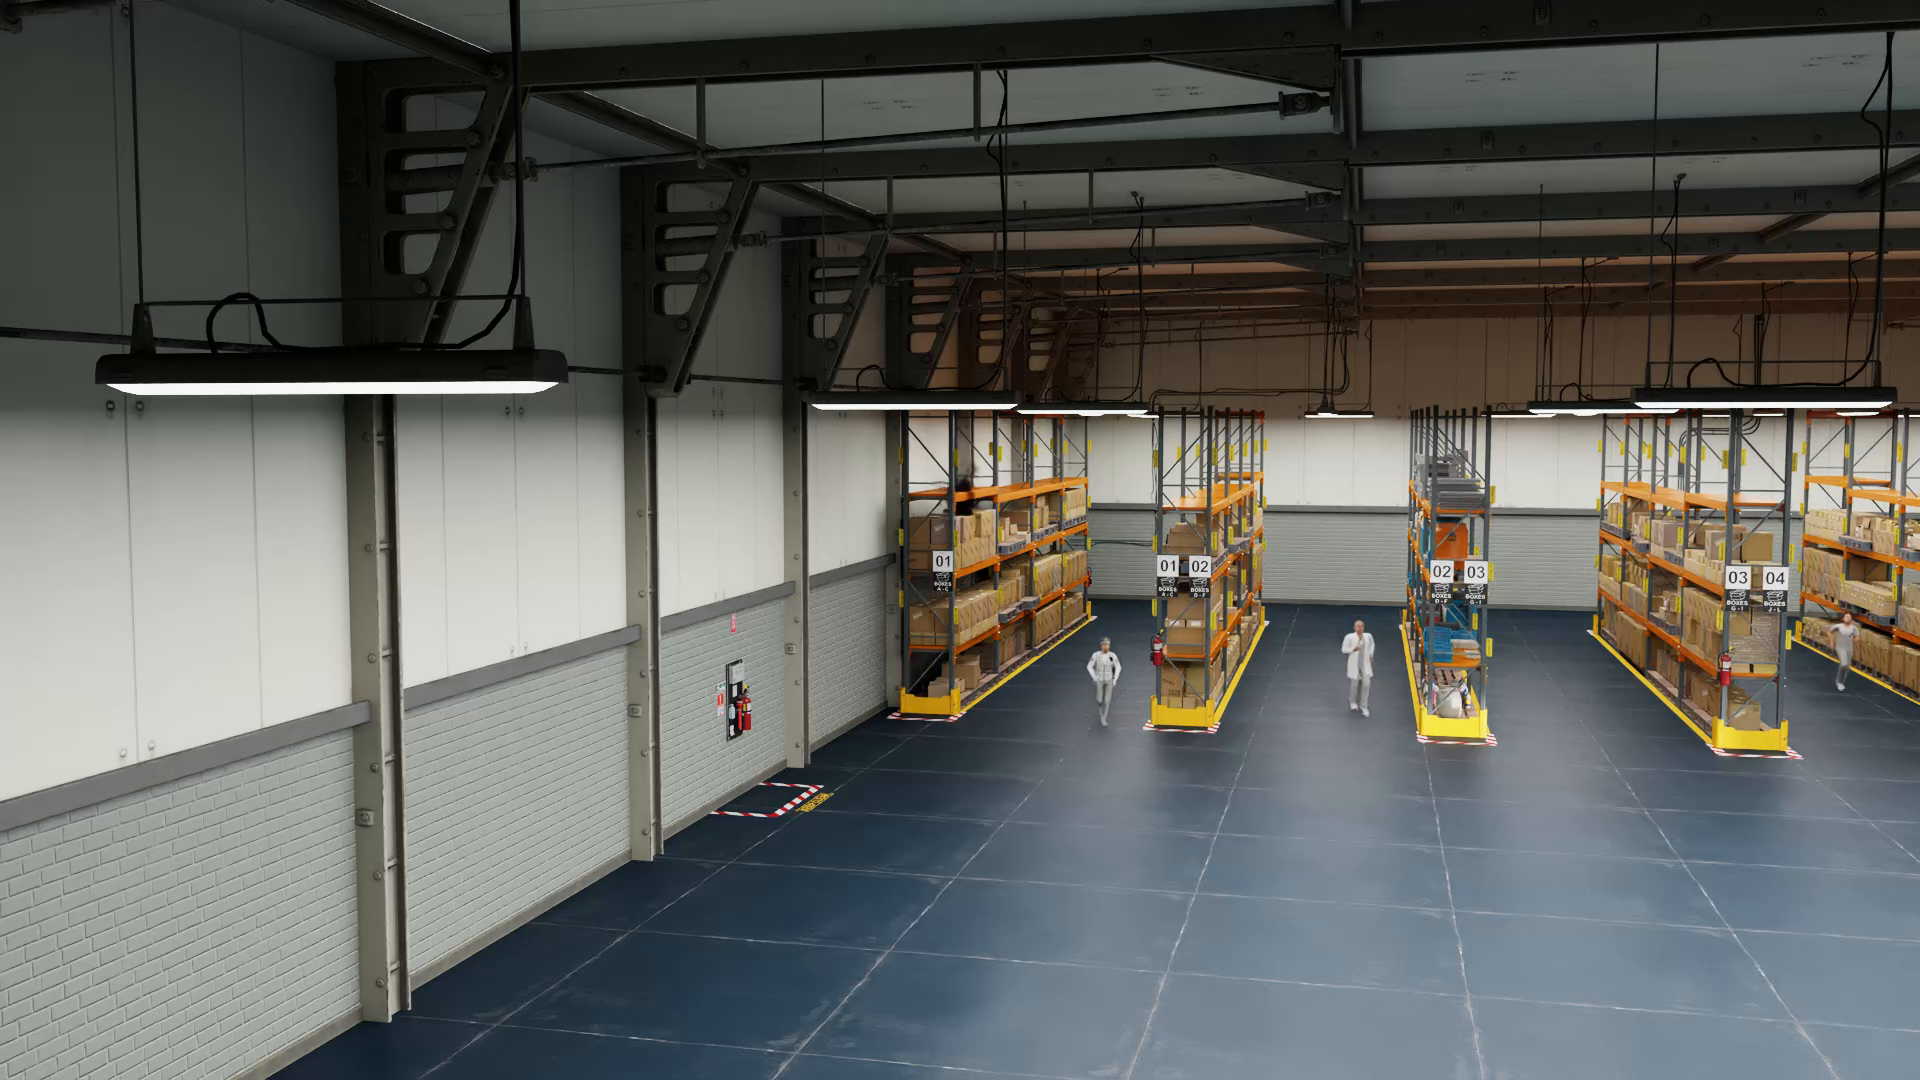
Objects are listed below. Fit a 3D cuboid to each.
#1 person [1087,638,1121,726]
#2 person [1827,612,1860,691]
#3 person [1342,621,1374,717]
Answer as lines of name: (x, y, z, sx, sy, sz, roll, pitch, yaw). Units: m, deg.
person: (2.729, 2.656, 31.443, 0.645, 1.652, 0.528, 0, 4, 4)
person: (18.762, 2.357, 35.262, 0.546, 1.679, 0.661, 0, 4, 6)
person: (7.807, 2.531, 32.557, 0.685, 1.743, 0.832, 0, 4, 2)
